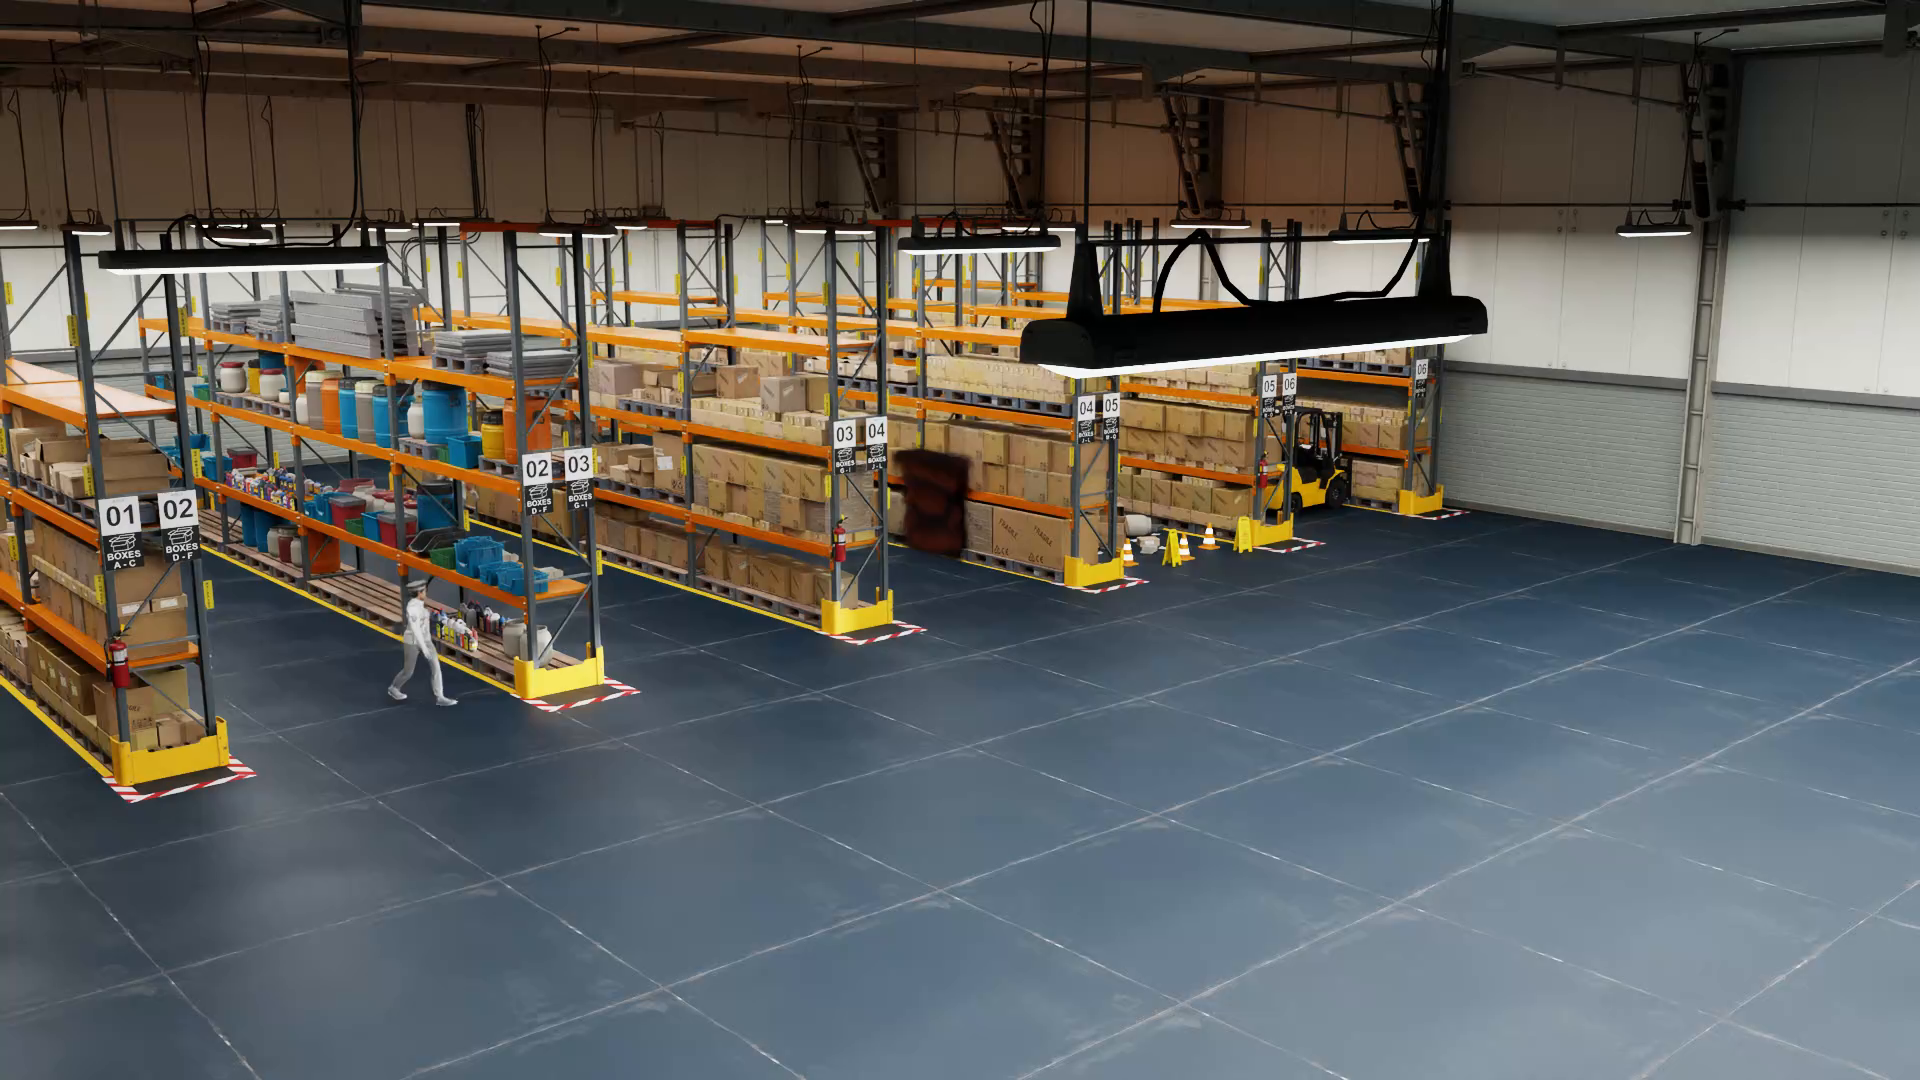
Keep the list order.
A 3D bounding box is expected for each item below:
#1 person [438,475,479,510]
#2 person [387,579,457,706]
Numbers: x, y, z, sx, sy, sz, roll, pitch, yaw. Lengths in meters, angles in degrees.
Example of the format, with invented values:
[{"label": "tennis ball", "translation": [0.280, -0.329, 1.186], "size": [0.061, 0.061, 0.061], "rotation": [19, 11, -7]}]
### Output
[{"label": "person", "translation": [-9.561, -0.833, 31.407], "size": [0.743, 1.644, 0.766], "rotation": [-9, 14, -37]}, {"label": "person", "translation": [-6.917, 1.318, 21.220], "size": [0.955, 1.626, 0.432], "rotation": [6, 13, 27]}]
